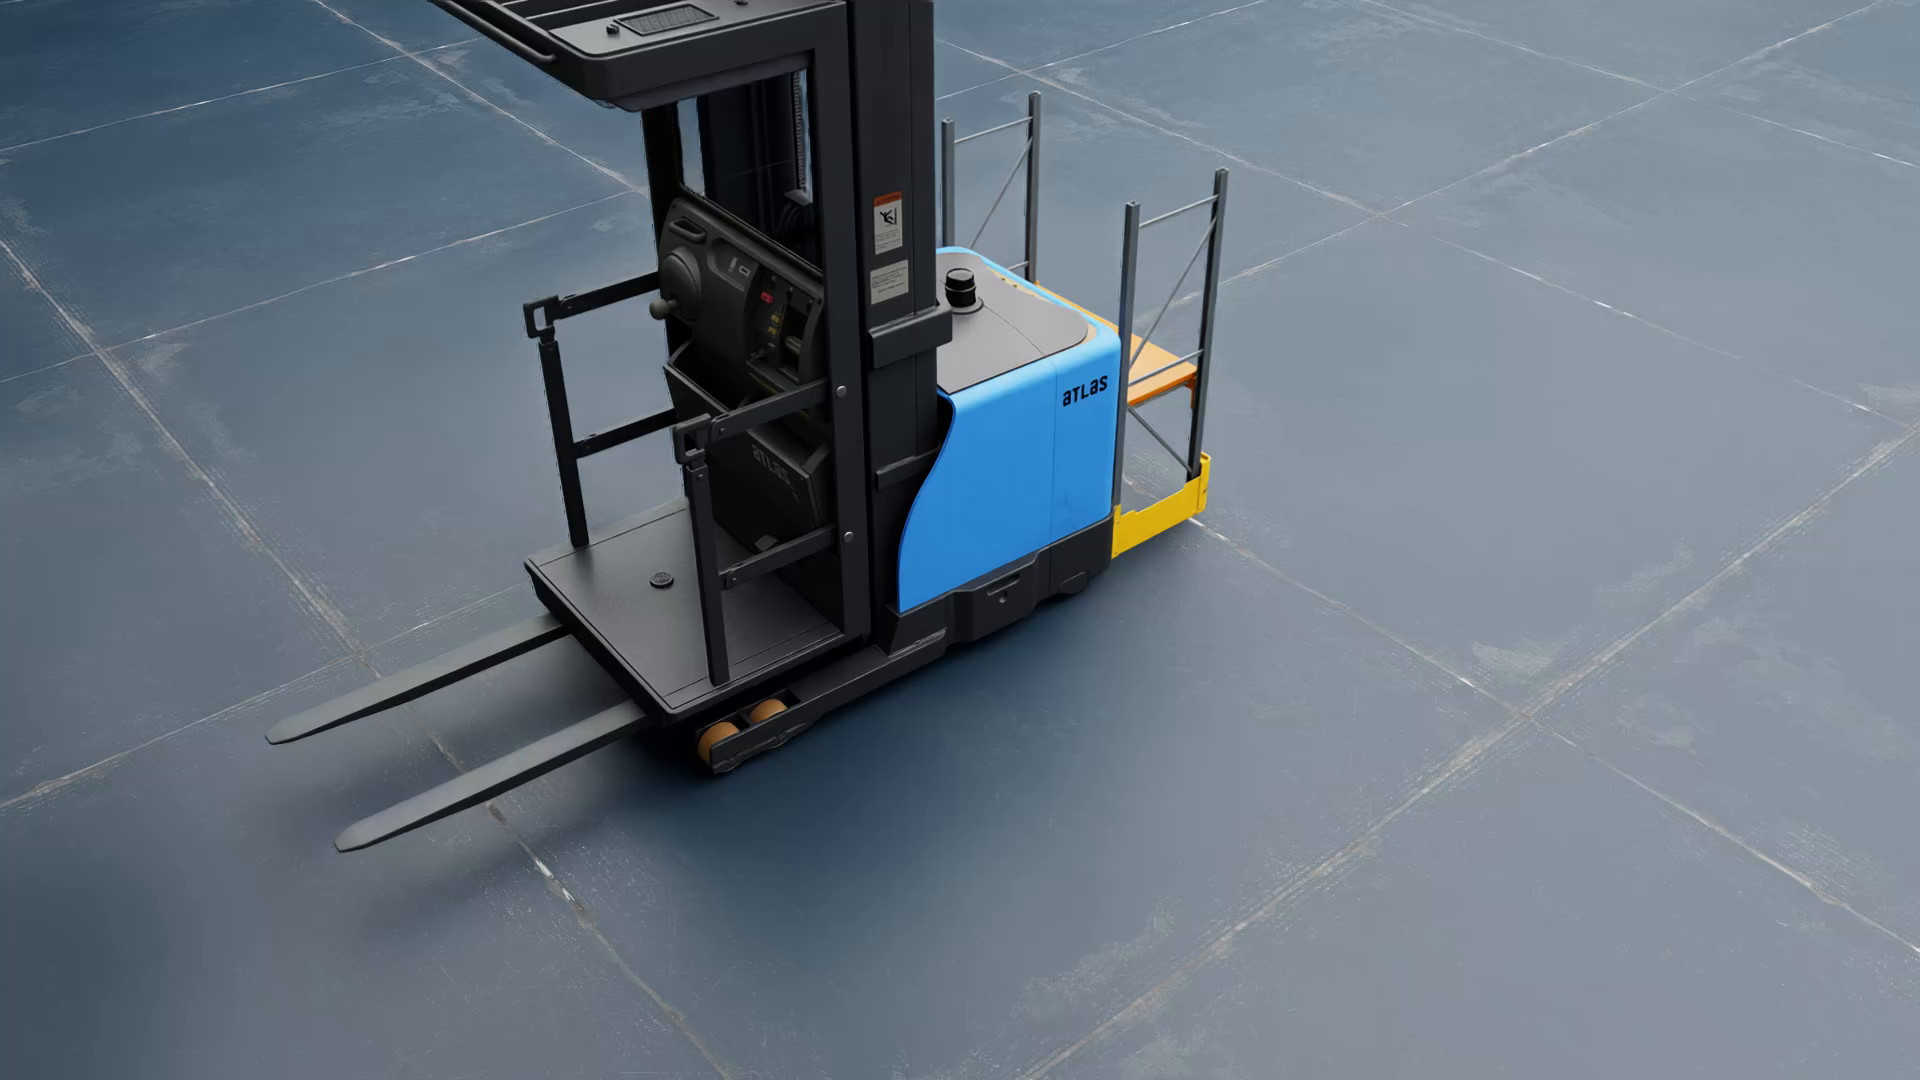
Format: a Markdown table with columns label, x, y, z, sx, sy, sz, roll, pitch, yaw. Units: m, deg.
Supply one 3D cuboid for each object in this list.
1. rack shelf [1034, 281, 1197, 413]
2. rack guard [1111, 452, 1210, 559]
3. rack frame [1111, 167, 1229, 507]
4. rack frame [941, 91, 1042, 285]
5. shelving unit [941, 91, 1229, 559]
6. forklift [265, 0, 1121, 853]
| label | x | y | z | sx | sy | sz | roll | pitch | yaw |
| --- | --- | --- | --- | --- | --- | --- | --- | --- | --- |
| rack shelf | 0.454 | -0.731 | 6.795 | 0.538 | 0.185 | 1.000 | -26 | 43 | -32 |
| rack guard | 0.780 | -0.143 | 6.735 | 0.587 | 0.250 | 0.087 | -26 | 43 | -32 |
| rack frame | 0.781 | -0.652 | 6.373 | 0.500 | 1.500 | 0.032 | -26 | 43 | -32 |
| rack frame | 0.128 | -1.103 | 7.009 | 0.500 | 1.500 | 0.032 | -26 | 43 | -32 |
| shelving unit | 0.460 | -0.873 | 6.685 | 0.587 | 1.500 | 1.083 | -26 | 43 | -32 |
| forklift | -0.883 | -0.757 | 5.283 | 3.031 | 2.935 | 1.130 | -24 | 42 | -30 |
